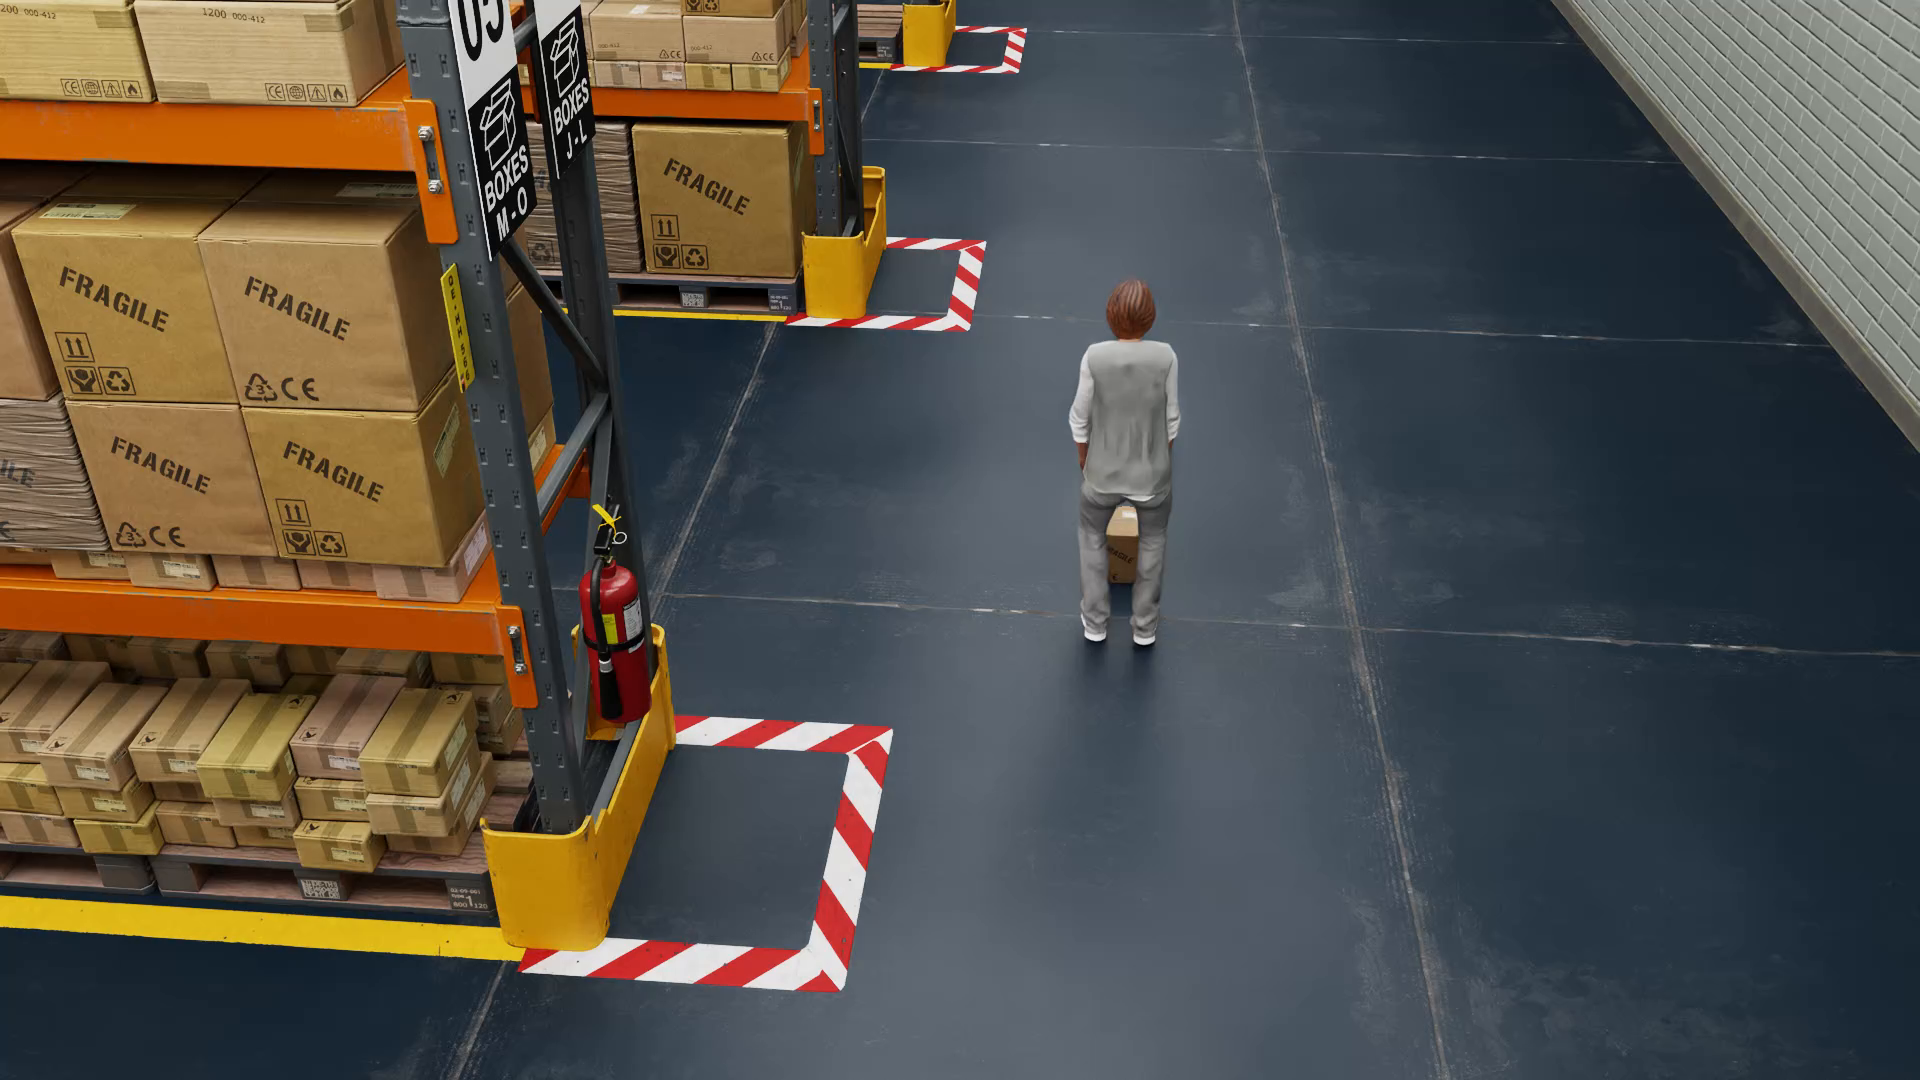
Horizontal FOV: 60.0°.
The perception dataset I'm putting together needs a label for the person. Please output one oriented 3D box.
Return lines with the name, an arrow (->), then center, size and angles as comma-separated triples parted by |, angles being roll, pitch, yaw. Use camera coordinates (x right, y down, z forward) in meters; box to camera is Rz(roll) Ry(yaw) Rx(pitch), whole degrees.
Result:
person -> 0.645, -0.273, 6.640 | 0.433, 1.538, 0.418 | 3, 33, 5
